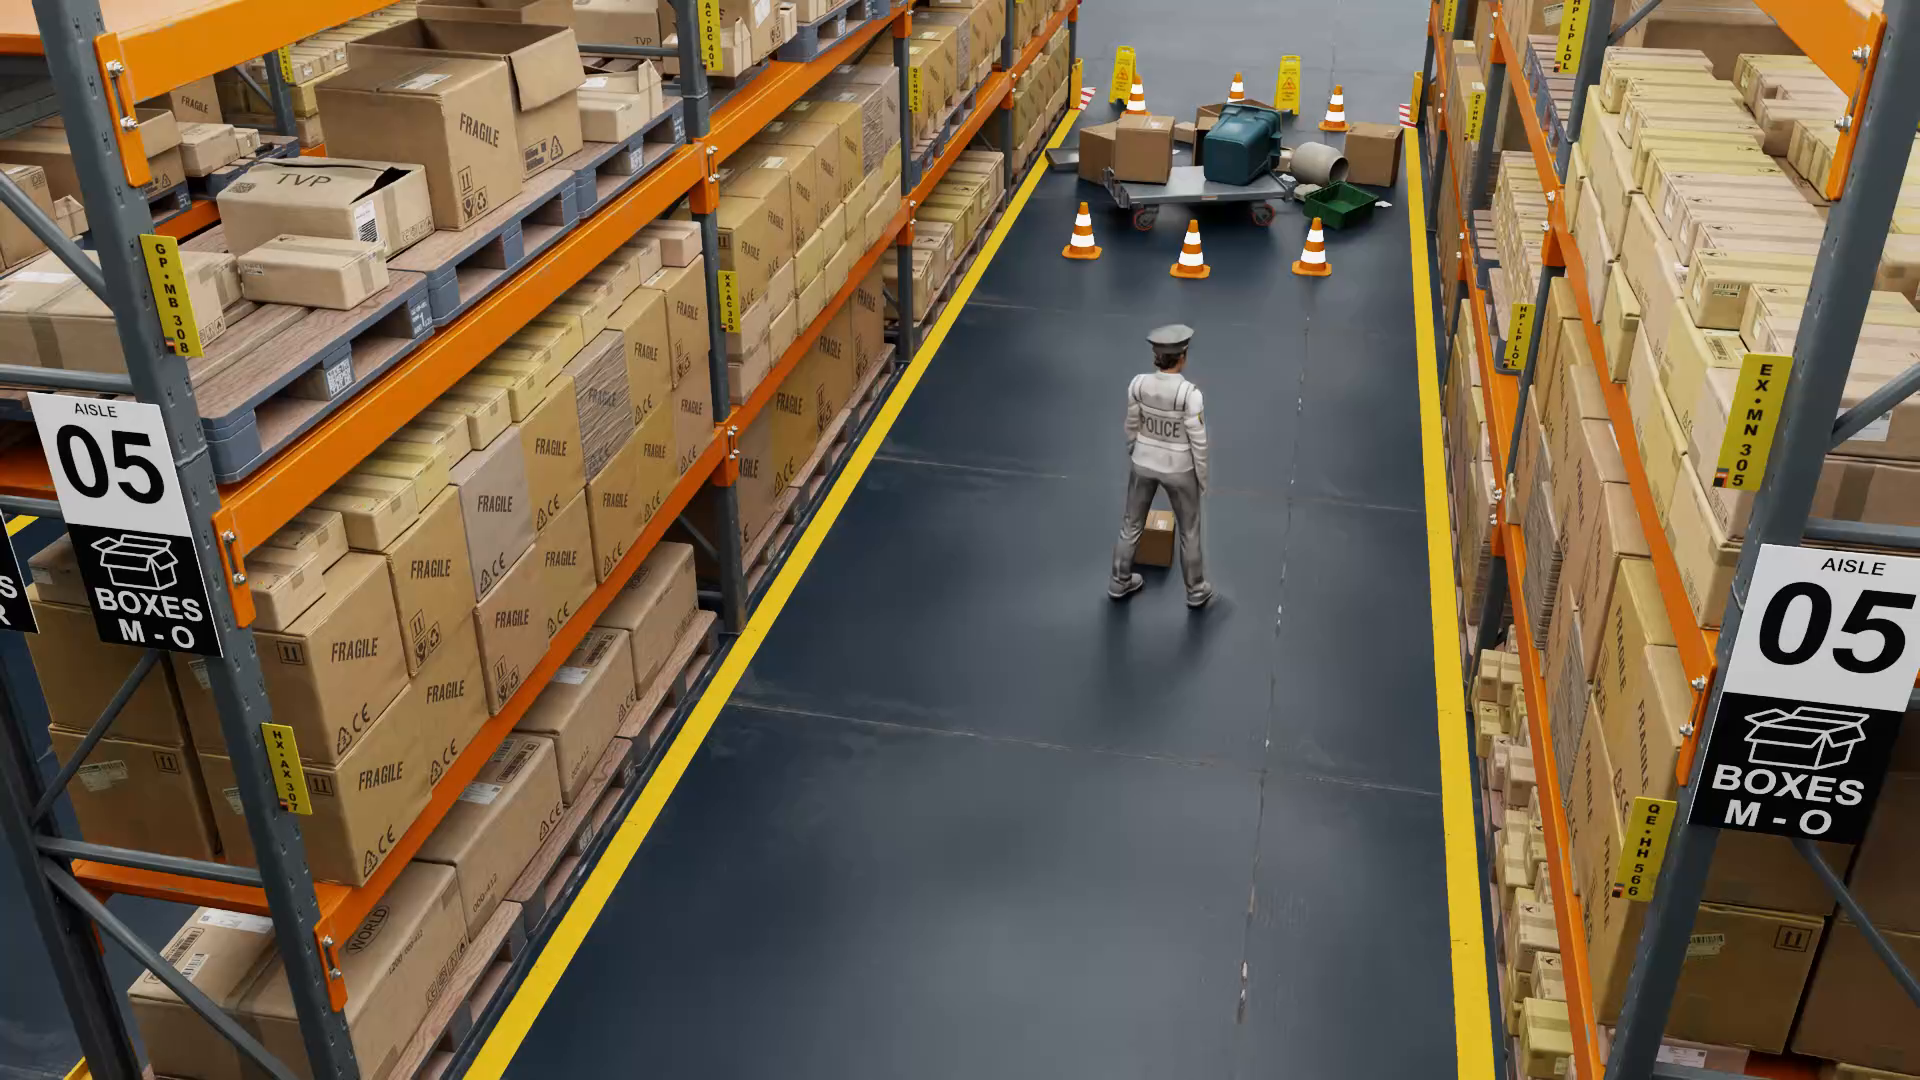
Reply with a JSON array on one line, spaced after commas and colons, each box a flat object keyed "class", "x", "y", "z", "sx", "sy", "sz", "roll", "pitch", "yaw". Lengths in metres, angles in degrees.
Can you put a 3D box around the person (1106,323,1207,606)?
[{"class": "person", "x": 1.157, "y": -0.409, "z": 9.344, "sx": 0.521, "sy": 1.669, "sz": 0.407, "roll": 14, "pitch": 32, "yaw": 23}]
